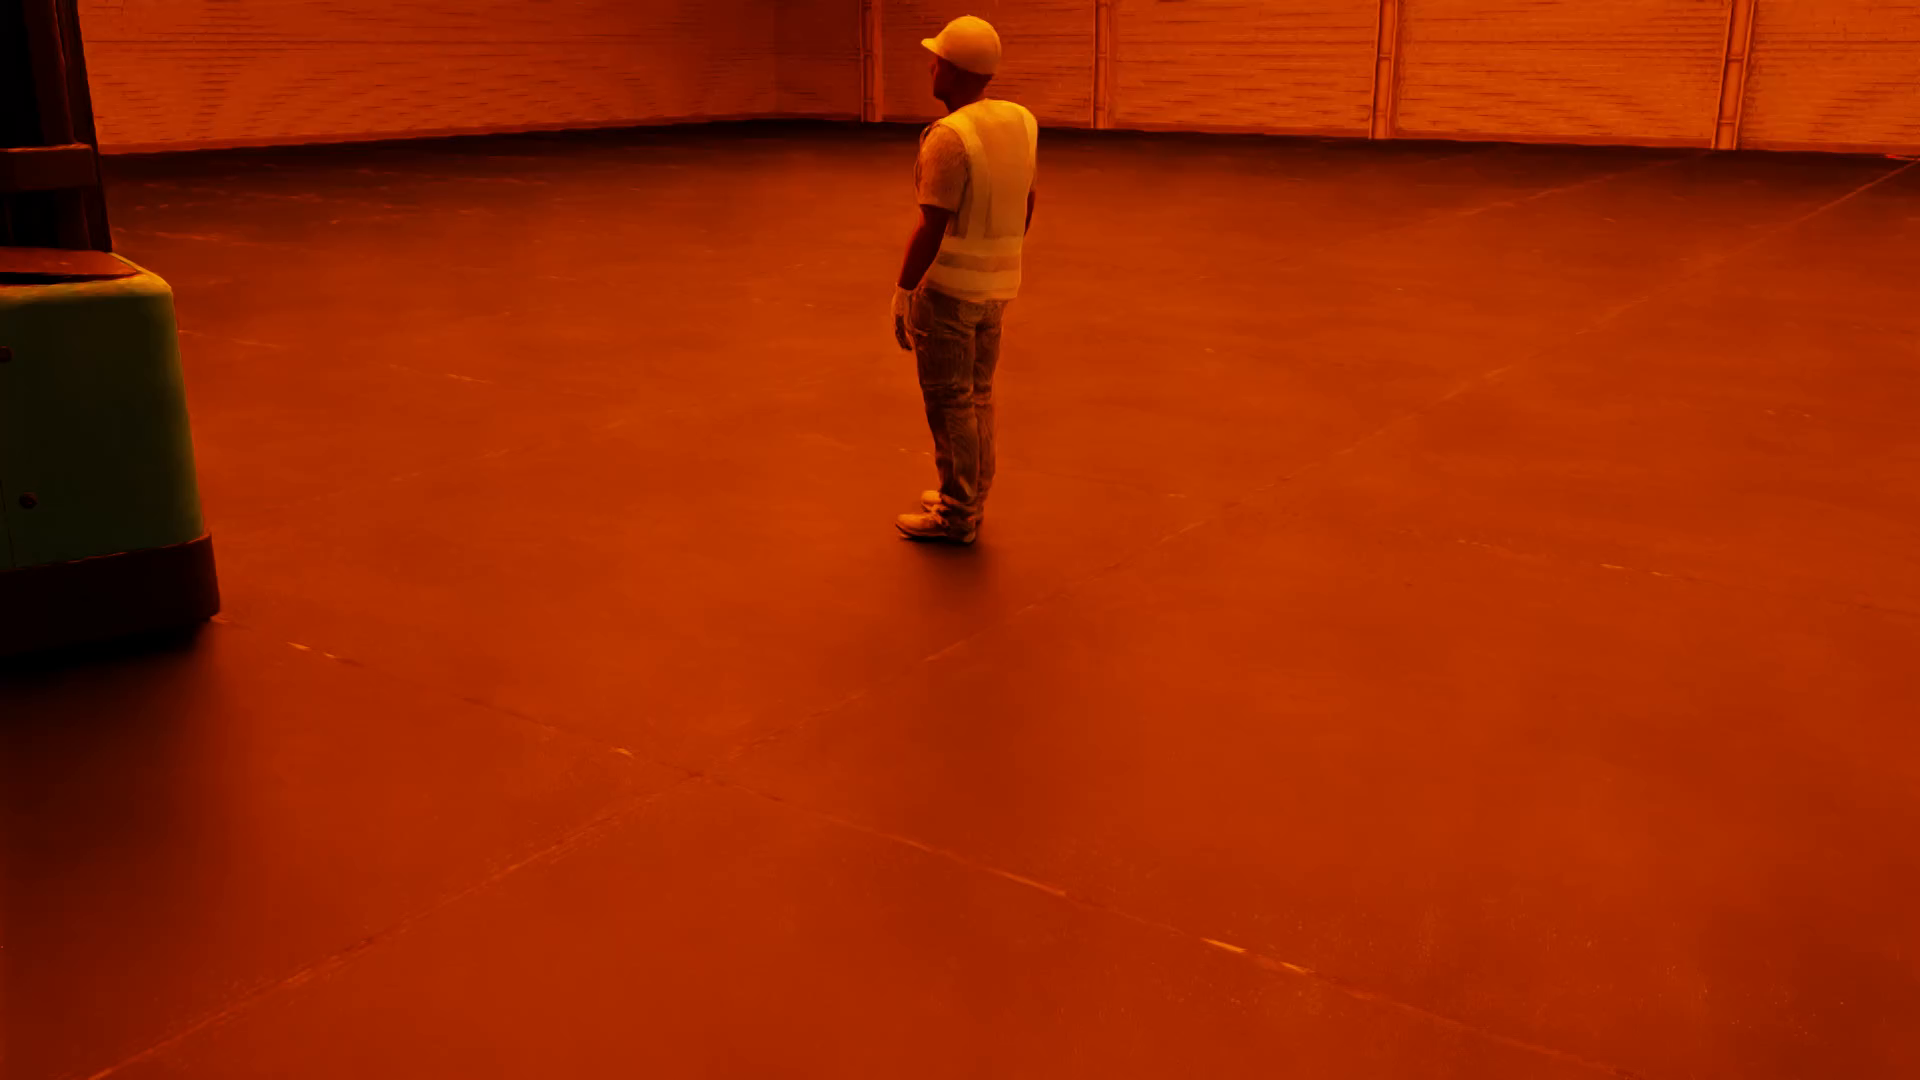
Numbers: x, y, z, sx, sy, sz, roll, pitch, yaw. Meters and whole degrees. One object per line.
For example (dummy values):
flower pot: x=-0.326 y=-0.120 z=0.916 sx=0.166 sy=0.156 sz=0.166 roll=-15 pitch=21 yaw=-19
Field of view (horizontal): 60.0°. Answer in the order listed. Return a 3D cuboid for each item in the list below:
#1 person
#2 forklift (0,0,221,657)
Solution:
person: x=-0.055 y=-0.874 z=5.737 sx=0.576 sy=1.782 sz=0.655 roll=11 pitch=20 yaw=33
forklift: x=-3.482 y=-1.376 z=5.433 sx=1.130 sy=2.935 sz=3.031 roll=-12 pitch=20 yaw=-34
